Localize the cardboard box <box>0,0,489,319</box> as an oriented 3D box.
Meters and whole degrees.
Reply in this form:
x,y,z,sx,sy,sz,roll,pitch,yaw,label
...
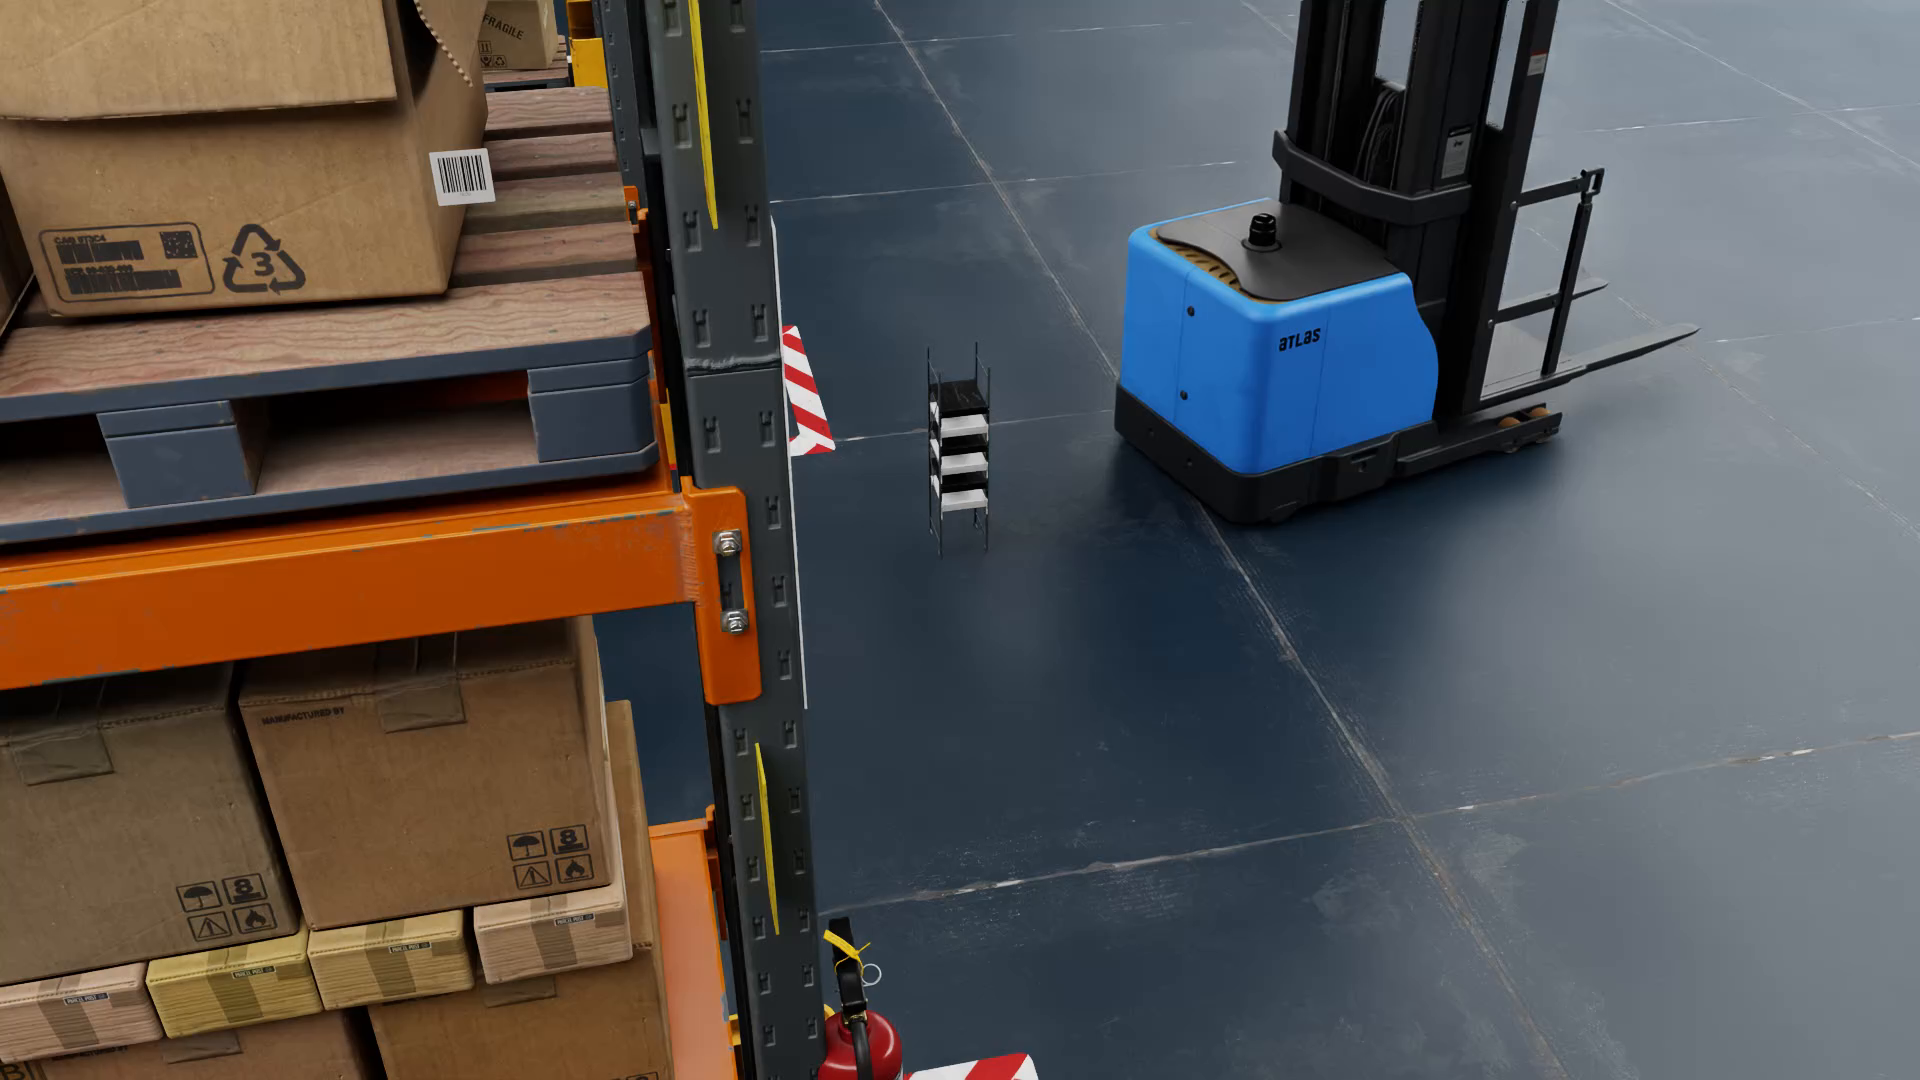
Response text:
x,y,z,sx,sy,sz,roll,pitch,yaw,label
-0.970,-0.700,2.314,0.637,0.503,0.797,-5,34,-7,cardboard box

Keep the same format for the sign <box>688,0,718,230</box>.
x,y,z,sx,sy,sz,roll,pitch,yaw,label
-0.302,-0.531,1.934,0.005,0.325,0.100,-7,35,-11,sign

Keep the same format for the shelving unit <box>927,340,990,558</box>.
x,y,z,sx,sy,sz,roll,pitch,yaw,label
-0.008,-0.373,6.998,0.210,0.900,0.258,-7,35,-11,shelving unit

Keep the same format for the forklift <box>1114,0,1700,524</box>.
x,y,z,sx,sy,sz,roll,pitch,yaw,label
2.278,-1.869,7.405,3.031,2.935,1.130,-17,37,-23,forklift

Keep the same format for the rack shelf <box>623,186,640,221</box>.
x,y,z,sx,sy,sz,roll,pitch,yaw,label
-3.448,-1.395,7.283,4.000,0.370,1.077,-7,35,-11,rack shelf

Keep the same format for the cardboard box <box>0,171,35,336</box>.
x,y,z,sx,sy,sz,roll,pitch,yaw,label
-1.473,-0.378,2.062,0.500,0.250,0.500,-7,35,-11,cardboard box

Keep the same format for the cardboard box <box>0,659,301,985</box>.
x,y,z,sx,sy,sz,roll,pitch,yaw,label
-1.430,0.297,2.862,0.500,0.500,0.700,-8,35,-12,cardboard box

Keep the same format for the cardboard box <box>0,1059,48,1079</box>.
x,y,z,sx,sy,sz,roll,pitch,yaw,label
-1.863,0.887,3.147,0.500,0.500,0.700,-7,34,-10,cardboard box

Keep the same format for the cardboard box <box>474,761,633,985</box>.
x,y,z,sx,sy,sz,roll,pitch,yaw,label
-0.739,0.592,3.004,0.250,0.149,0.380,-8,35,-11,cardboard box

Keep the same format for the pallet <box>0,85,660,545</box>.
x,y,z,sx,sy,sz,roll,pitch,yaw,label
-1.104,-0.383,2.517,1.213,0.211,1.003,-7,35,-11,pallet

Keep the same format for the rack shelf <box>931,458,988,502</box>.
x,y,z,sx,sy,sz,roll,pitch,yaw,label
-0.008,-0.270,7.066,0.200,0.077,0.258,-7,35,-11,rack shelf

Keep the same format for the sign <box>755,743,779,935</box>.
x,y,z,sx,sy,sz,roll,pitch,yaw,label
-0.302,0.470,2.606,0.005,0.325,0.100,-7,35,-11,sign

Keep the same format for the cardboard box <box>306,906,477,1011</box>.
x,y,z,sx,sy,sz,roll,pitch,yaw,label
-0.994,0.625,2.955,0.250,0.149,0.380,-6,34,-9,cardboard box

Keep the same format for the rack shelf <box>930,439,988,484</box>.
x,y,z,sx,sy,sz,roll,pitch,yaw,label
-0.008,-0.345,7.016,0.200,0.077,0.258,-7,35,-11,rack shelf

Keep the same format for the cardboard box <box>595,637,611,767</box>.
x,y,z,sx,sy,sz,roll,pitch,yaw,label
-0.838,0.373,3.331,0.250,0.149,0.380,-7,35,-11,cardboard box

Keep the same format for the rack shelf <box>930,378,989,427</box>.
x,y,z,sx,sy,sz,roll,pitch,yaw,label
-0.008,-0.569,6.866,0.200,0.077,0.258,-7,35,-11,rack shelf

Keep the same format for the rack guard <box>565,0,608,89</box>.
x,y,z,sx,sy,sz,roll,pitch,yaw,label
-2.664,-3.585,12.143,0.348,0.500,1.175,-7,35,-11,rack guard

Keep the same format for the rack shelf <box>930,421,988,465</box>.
x,y,z,sx,sy,sz,roll,pitch,yaw,label
-0.008,-0.420,6.966,0.200,0.077,0.258,-7,35,-11,rack shelf

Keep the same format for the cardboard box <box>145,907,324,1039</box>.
x,y,z,sx,sy,sz,roll,pitch,yaw,label
-1.243,0.657,2.908,0.250,0.149,0.380,-8,35,-11,cardboard box

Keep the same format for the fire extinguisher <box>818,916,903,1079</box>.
x,y,z,sx,sy,sz,roll,pitch,yaw,label
-0.190,1.023,3.104,0.183,0.674,0.296,-7,35,-11,fire extinguisher

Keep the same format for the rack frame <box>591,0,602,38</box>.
x,y,z,sx,sy,sz,roll,pitch,yaw,label
-2.590,-4.632,11.461,0.127,3.000,1.000,-7,35,-11,rack frame

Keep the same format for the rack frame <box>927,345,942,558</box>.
x,y,z,sx,sy,sz,roll,pitch,yaw,label
-0.107,-0.360,6.979,0.006,0.900,0.240,-7,35,-11,rack frame

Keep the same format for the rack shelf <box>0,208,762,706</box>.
x,y,z,sx,sy,sz,roll,pitch,yaw,label
-2.359,0.052,2.435,4.000,0.370,1.077,-7,35,-11,rack shelf

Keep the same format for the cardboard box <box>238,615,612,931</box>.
x,y,z,sx,sy,sz,roll,pitch,yaw,label
-0.918,0.229,2.962,0.500,0.500,0.700,-7,35,-10,cardboard box

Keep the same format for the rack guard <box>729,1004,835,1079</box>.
x,y,z,sx,sy,sz,roll,pitch,yaw,label
-0.385,1.788,4.138,0.348,0.500,1.175,-7,35,-11,rack guard

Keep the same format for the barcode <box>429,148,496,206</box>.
x,y,z,sx,sy,sz,roll,pitch,yaw,label
-0.596,-0.435,1.993,0.075,0.075,0.001,-7,35,-11,barcode

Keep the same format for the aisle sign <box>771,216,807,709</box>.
x,y,z,sx,sy,sz,roll,pitch,yaw,label
-0.279,-0.175,2.486,0.004,0.787,0.394,-7,35,-11,aisle sign

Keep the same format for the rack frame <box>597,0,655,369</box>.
x,y,z,sx,sy,sz,roll,pitch,yaw,label
-1.497,-1.940,7.449,0.127,3.000,1.000,-7,35,-11,rack frame

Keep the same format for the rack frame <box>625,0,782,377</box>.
x,y,z,sx,sy,sz,roll,pitch,yaw,label
-0.408,-1.739,1.765,0.127,3.000,1.000,-7,35,-11,rack frame

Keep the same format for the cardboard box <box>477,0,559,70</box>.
x,y,z,sx,sy,sz,roll,pitch,yaw,label
-3.203,-3.701,11.939,0.500,0.500,0.500,-1,34,-2,cardboard box

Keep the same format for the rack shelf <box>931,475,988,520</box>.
x,y,z,sx,sy,sz,roll,pitch,yaw,label
-0.008,-0.196,7.117,0.200,0.077,0.258,-7,35,-11,rack shelf

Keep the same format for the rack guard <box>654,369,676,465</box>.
x,y,z,sx,sy,sz,roll,pitch,yaw,label
-1.561,-0.867,8.094,0.348,0.500,1.175,-7,35,-11,rack guard

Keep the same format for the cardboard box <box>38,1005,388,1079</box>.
x,y,z,sx,sy,sz,roll,pitch,yaw,label
-1.378,0.829,3.234,0.500,0.500,0.700,-6,34,-9,cardboard box

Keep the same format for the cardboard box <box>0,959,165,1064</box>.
x,y,z,sx,sy,sz,roll,pitch,yaw,label
-1.489,0.686,2.863,0.250,0.149,0.380,-7,34,-10,cardboard box

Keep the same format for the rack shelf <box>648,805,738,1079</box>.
x,y,z,sx,sy,sz,roll,pitch,yaw,label
-2.359,1.297,3.271,4.000,0.370,1.077,-7,35,-11,rack shelf

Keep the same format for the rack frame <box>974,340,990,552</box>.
x,y,z,sx,sy,sz,roll,pitch,yaw,label
0.091,-0.385,7.016,0.006,0.900,0.240,-7,35,-11,rack frame

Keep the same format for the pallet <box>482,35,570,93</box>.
x,y,z,sx,sy,sz,roll,pitch,yaw,label
-3.464,-3.384,12.103,1.213,0.211,1.003,-7,35,-11,pallet

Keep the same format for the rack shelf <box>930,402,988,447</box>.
x,y,z,sx,sy,sz,roll,pitch,yaw,label
-0.008,-0.494,6.916,0.200,0.077,0.258,-7,35,-11,rack shelf

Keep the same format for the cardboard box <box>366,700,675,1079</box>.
x,y,z,sx,sy,sz,roll,pitch,yaw,label
-0.866,0.761,3.334,0.500,0.500,0.700,-7,35,-11,cardboard box

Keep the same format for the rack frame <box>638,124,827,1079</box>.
x,y,z,sx,sy,sz,roll,pitch,yaw,label
-0.408,0.753,3.437,0.127,3.000,1.000,-7,35,-11,rack frame
